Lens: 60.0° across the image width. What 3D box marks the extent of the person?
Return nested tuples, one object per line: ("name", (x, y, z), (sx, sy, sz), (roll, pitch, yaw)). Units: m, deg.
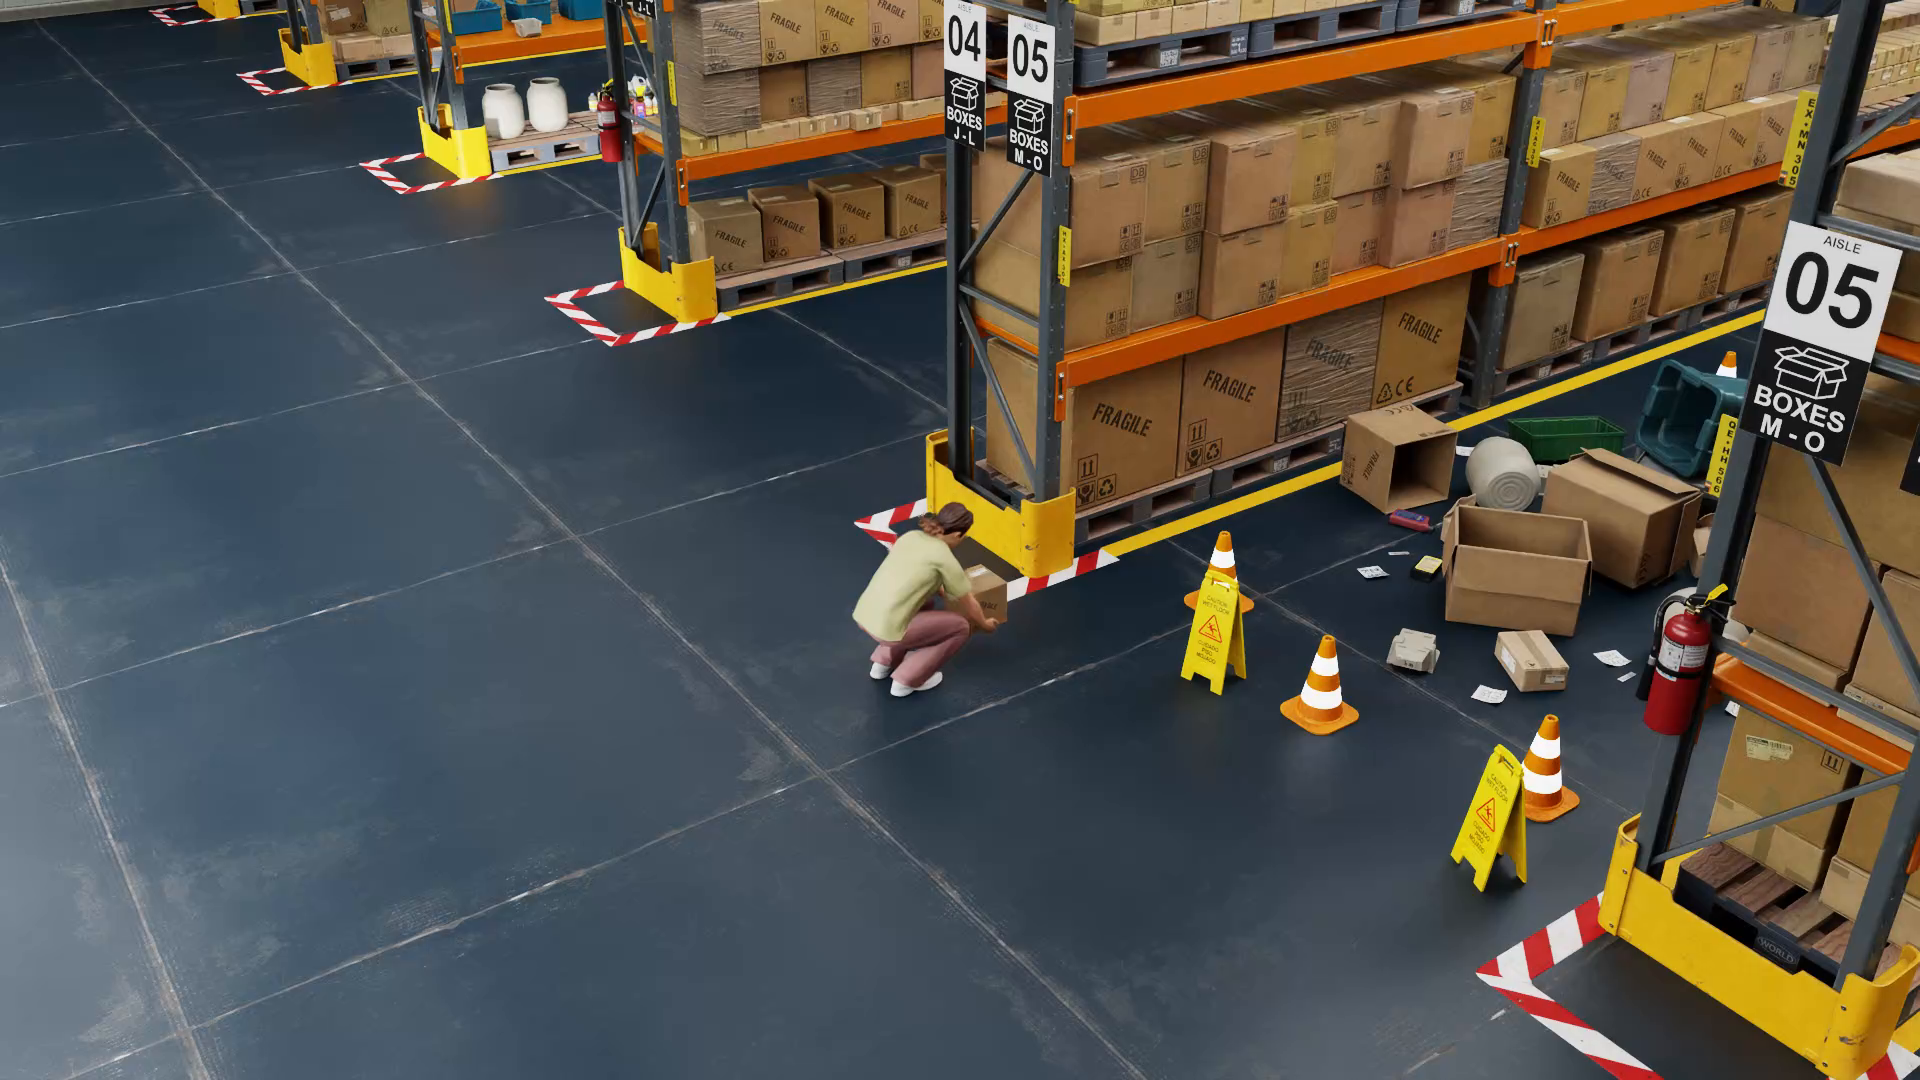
("person", (-0.195, 0.298, 8.867), (0.807, 0.927, 0.494), (-19, 34, -30))
